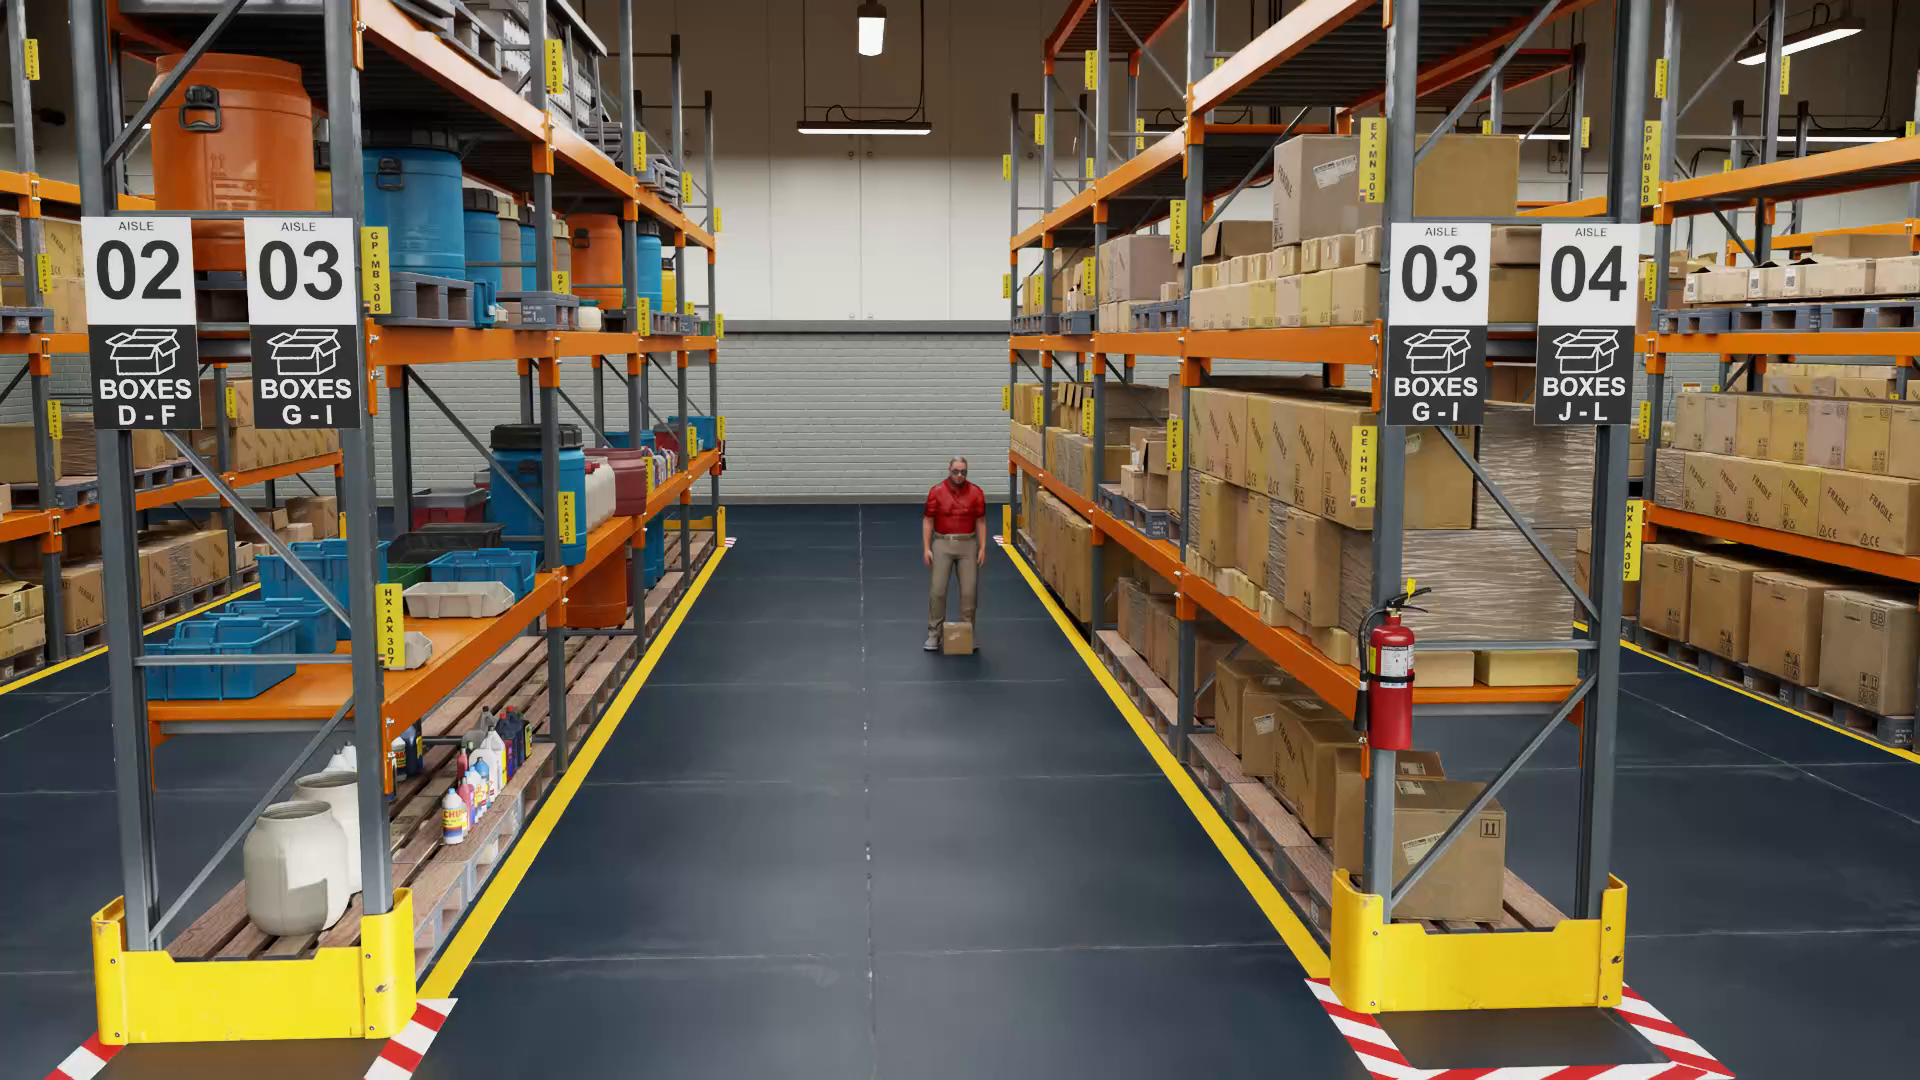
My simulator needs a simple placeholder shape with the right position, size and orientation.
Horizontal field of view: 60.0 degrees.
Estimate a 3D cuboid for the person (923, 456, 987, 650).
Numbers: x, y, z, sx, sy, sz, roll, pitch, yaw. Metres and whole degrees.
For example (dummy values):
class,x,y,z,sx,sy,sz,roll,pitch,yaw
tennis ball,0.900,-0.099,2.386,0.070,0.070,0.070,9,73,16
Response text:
class,x,y,z,sx,sy,sz,roll,pitch,yaw
person,-0.045,0.108,14.900,0.588,1.725,0.392,-1,7,-6
